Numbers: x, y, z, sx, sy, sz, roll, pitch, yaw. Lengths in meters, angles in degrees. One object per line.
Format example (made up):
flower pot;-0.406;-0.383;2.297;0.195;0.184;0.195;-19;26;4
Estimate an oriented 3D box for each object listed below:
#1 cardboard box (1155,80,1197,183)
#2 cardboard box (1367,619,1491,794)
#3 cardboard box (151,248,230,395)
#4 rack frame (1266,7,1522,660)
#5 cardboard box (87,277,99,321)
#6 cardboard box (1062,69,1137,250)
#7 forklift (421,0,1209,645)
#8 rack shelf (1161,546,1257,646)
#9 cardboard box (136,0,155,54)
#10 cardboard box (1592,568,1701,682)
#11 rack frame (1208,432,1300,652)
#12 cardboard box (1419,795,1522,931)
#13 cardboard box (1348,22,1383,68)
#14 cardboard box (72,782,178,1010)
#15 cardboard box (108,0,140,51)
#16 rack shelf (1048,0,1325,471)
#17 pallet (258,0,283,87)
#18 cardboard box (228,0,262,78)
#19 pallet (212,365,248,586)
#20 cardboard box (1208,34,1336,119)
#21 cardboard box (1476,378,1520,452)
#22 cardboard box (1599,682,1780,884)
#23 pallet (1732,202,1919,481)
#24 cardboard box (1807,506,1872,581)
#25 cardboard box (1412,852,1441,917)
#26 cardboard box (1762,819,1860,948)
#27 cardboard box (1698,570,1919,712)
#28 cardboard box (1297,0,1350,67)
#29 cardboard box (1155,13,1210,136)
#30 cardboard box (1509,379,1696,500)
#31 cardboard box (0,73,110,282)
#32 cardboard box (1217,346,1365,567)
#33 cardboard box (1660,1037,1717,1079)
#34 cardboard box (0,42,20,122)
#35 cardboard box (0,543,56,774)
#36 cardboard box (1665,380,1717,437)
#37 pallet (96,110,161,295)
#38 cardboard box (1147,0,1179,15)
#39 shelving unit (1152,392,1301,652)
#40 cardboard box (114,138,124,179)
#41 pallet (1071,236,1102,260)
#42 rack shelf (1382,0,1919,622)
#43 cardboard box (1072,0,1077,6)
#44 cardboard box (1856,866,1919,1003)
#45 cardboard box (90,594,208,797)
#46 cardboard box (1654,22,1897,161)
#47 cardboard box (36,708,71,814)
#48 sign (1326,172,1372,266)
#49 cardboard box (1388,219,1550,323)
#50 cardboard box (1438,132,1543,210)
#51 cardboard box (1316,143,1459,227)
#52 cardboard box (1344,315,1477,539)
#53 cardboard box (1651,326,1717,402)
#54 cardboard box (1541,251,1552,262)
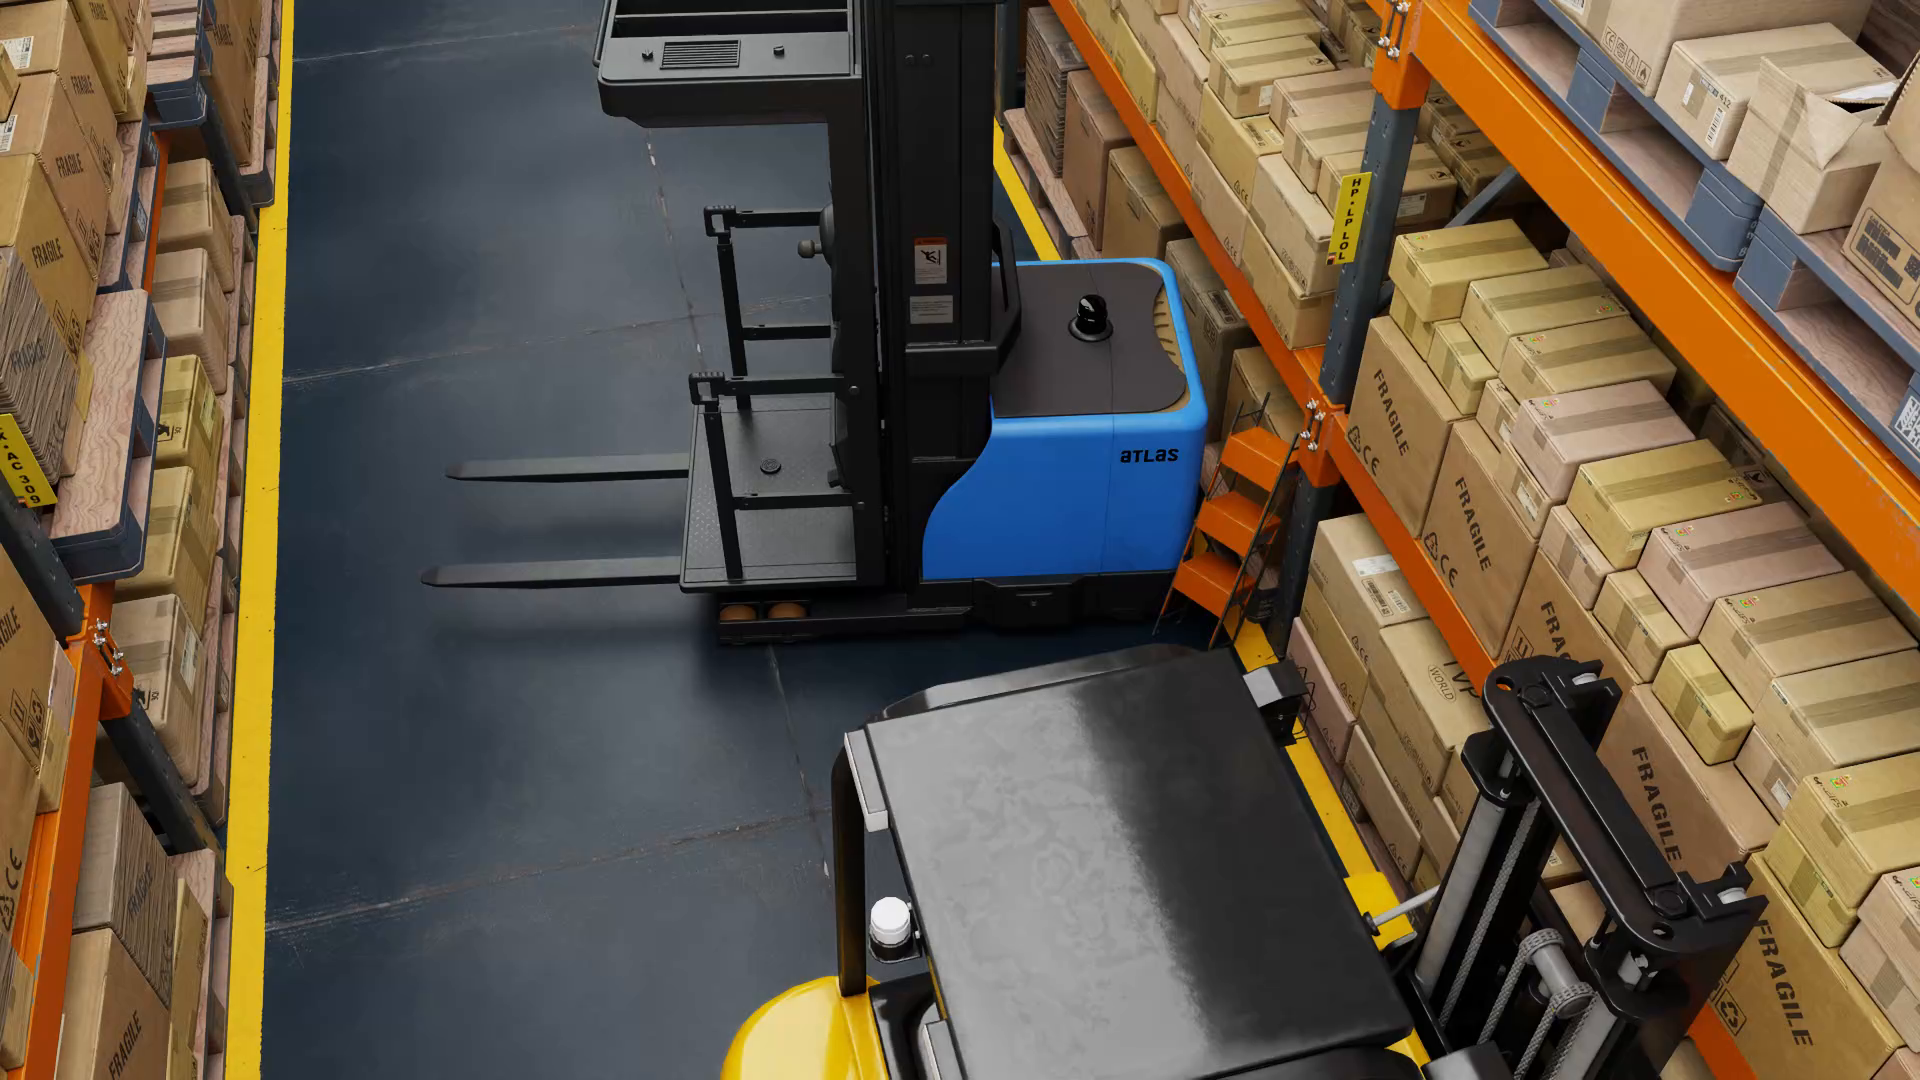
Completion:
cardboard box;1.105;-1.655;6.627;0.500;0.250;0.500;-10;47;-10
cardboard box;1.660;0.499;5.343;0.500;0.250;0.500;-11;47;-10
cardboard box;-3.771;-0.892;7.320;0.950;0.372;0.625;-12;47;-11
rack frame;1.719;-0.713;5.599;1.000;3.000;0.127;-11;47;-10
cardboard box;-3.142;-0.842;5.608;0.380;0.149;0.250;-10;46;-10
cardboard box;1.016;-1.907;8.138;0.875;0.625;0.625;-9;46;-9
forklift;-0.624;-1.001;5.930;3.031;2.935;1.130;-2;46;-2
rack shelf;0.967;0.215;6.421;0.240;0.259;0.215;35;35;29
cardboard box;-3.545;-2.102;6.843;0.380;0.149;0.250;-11;47;-11
cardboard box;1.846;0.182;4.198;0.380;0.149;0.250;-12;47;-12
rack frame;1.126;0.036;6.219;0.008;1.050;0.200;35;35;29
cardboard box;1.792;1.015;5.187;0.500;0.250;0.500;-11;47;-11
cardboard box;1.669;-1.797;6.137;0.380;0.149;0.250;-11;47;-11
cardboard box;-2.668;1.110;4.919;0.500;0.500;0.500;-11;47;-11
cardboard box;-3.575;-2.232;6.516;0.500;0.500;0.500;-11;47;-11
rack shelf;1.207;-1.842;7.209;1.077;0.370;4.000;-11;47;-10
pallet;-4.541;-2.987;9.780;1.003;0.211;1.213;-11;47;-10
cardboard box;-4.424;-3.076;9.109;0.875;0.875;0.875;-10;46;-10
pallet;-3.595;-0.208;7.057;1.003;0.211;1.213;-11;47;-10
cardboard box;1.126;-1.681;6.024;0.380;0.149;0.250;-12;47;-12
cardboard box;1.707;-0.353;4.723;0.380;0.149;0.250;-11;47;-10
cardboard box;1.968;0.663;4.180;0.500;0.500;0.500;-10;46;-10
pallet;2.271;-0.307;3.163;1.003;0.211;1.213;-11;47;-10
cardboard box;2.389;-0.024;4.191;0.380;0.149;0.250;-11;47;-11
cardboard box;1.814;1.197;5.359;0.500;0.250;0.500;-10;46;-10
cardboard box;2.031;0.718;3.673;0.380;0.149;0.250;-10;46;-10
cardboard box;2.001;0.239;3.934;0.380;0.149;0.250;-11;47;-10
cardboard box;1.597;-1.938;6.554;0.500;0.250;0.500;-12;47;-11
cardboard box;1.082;-1.835;6.454;0.500;0.250;0.500;-10;46;-10
cardboard box;1.708;-0.270;4.432;0.380;0.149;0.250;-10;46;-9
cardboard box;-3.164;-1.154;5.460;0.500;0.500;0.500;-11;47;-11
cardboard box;1.574;-0.387;6.648;0.875;0.625;0.625;-9;46;-9
cardboard box;2.048;1.555;4.307;0.500;0.250;0.500;-10;46;-10
cardboard box;-3.235;-1.436;5.282;0.380;0.149;0.250;-8;46;-8
cardboard box;-2.725;0.320;4.309;0.500;0.500;0.500;-12;47;-11
cardboard box;2.206;-0.449;4.816;0.380;0.149;0.250;-10;46;-9
pallet;-3.556;-1.138;6.150;1.003;0.211;1.213;-11;47;-10
cardboard box;0.918;-2.216;6.548;0.380;0.149;0.250;-12;47;-11
shelving unit;1.039;-0.025;6.278;0.252;1.050;0.215;35;35;29
cardboard box;-3.318;-1.385;6.139;0.380;0.149;0.250;-12;47;-12
pallet;1.176;-1.082;7.913;1.003;0.211;1.213;-11;47;-10
rack shelf;2.231;-0.130;3.431;1.077;0.370;4.000;-11;47;-10
cardboard box;0.696;-2.723;7.674;0.500;0.250;0.500;-12;47;-11
cardboard box;2.095;0.789;3.395;0.380;0.149;0.250;-10;46;-9
cardboard box;-3.215;0.608;5.850;0.950;0.372;0.625;-10;46;-10
cardboard box;1.737;-0.961;3.554;0.380;0.149;0.250;-9;46;-9
cardboard box;-2.631;0.622;4.466;0.380;0.149;0.250;-10;46;-9
sign;1.197;-0.984;5.110;0.100;0.325;0.005;-11;47;-10
cardboard box;1.513;-0.805;4.957;0.380;0.149;0.250;-10;46;-10
cardboard box;1.836;-1.257;5.608;0.380;0.149;0.250;-12;47;-11
cardboard box;1.416;-1.170;5.523;0.380;0.149;0.250;-9;46;-9
cardboard box;1.580;-0.394;5.216;0.500;0.500;0.500;-12;47;-11
cardboard box;2.197;-0.553;4.710;0.380;0.149;0.250;-11;47;-11
cardboard box;1.855;-1.054;6.038;0.500;0.250;0.500;-10;46;-10
